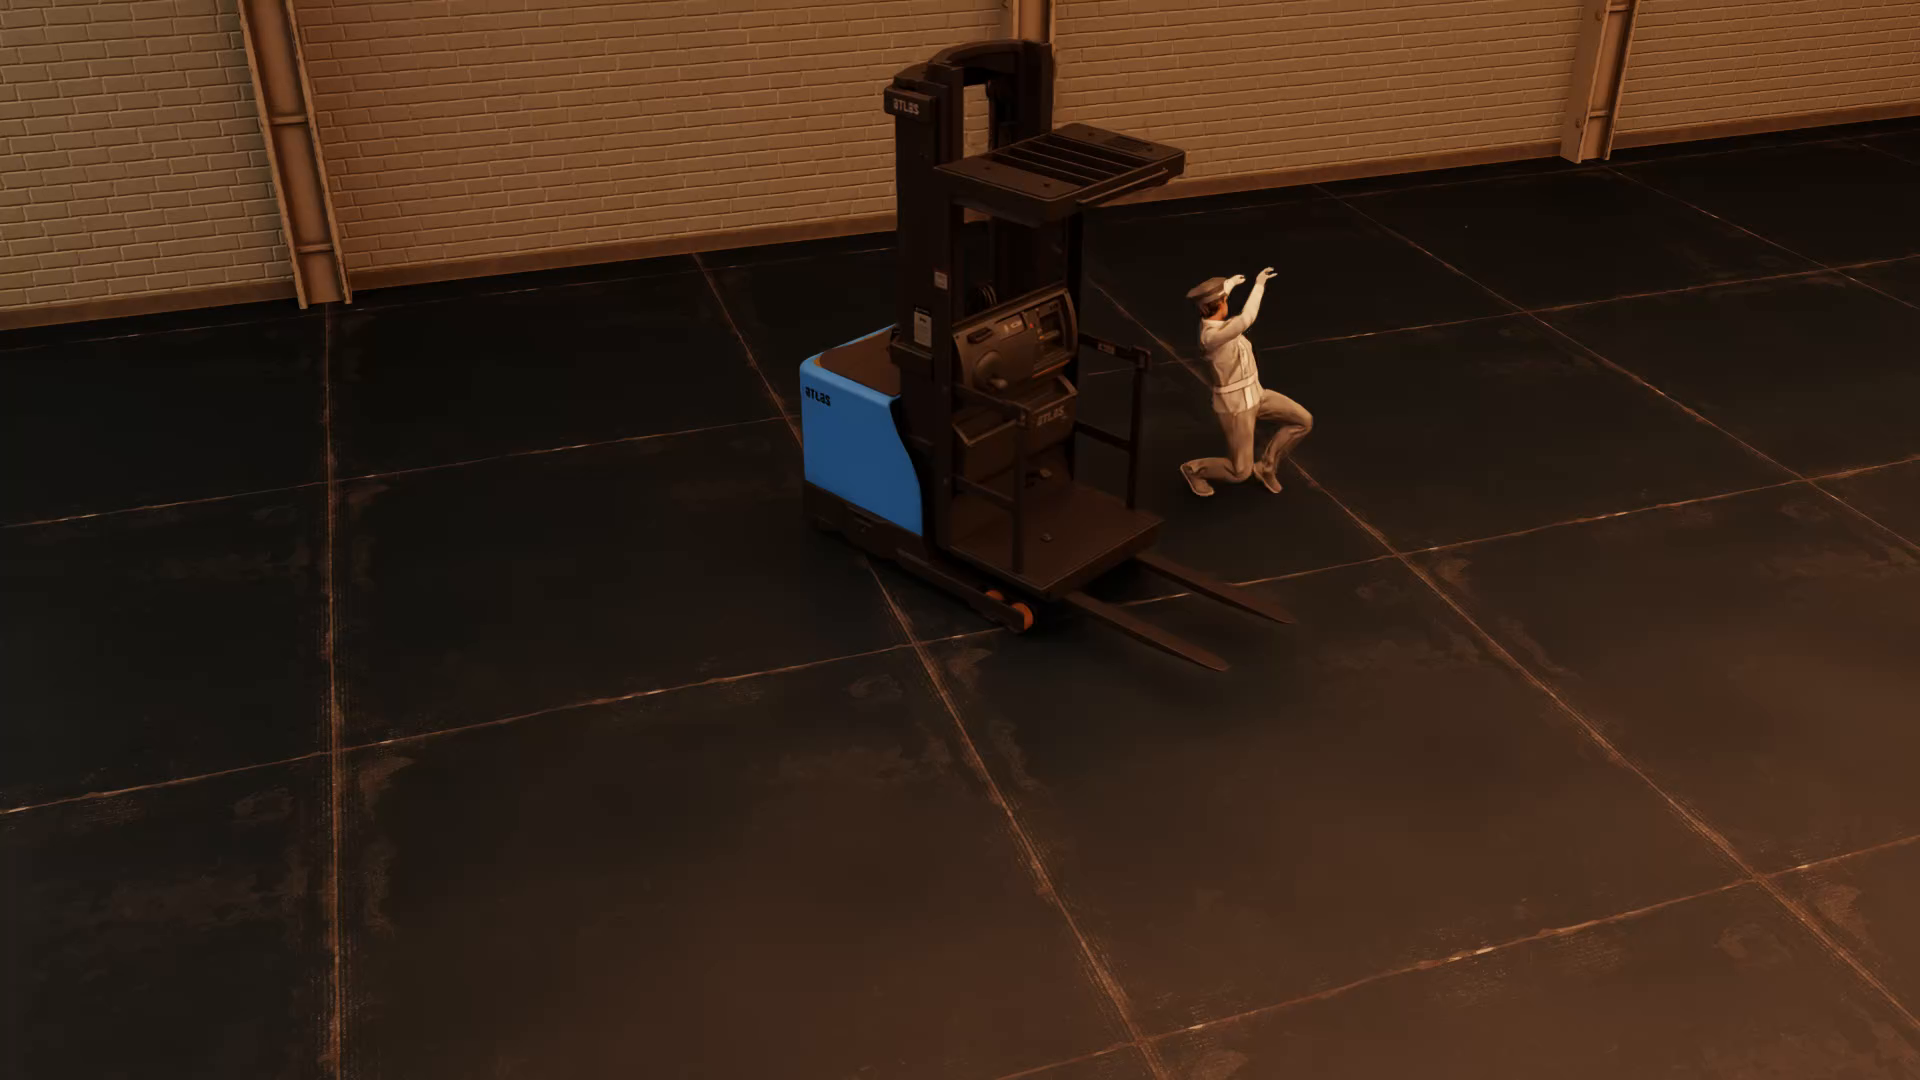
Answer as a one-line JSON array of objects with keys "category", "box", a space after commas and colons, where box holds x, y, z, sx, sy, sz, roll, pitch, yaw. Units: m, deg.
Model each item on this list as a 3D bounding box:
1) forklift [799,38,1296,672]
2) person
[{"category": "forklift", "box": [0.461, -1.052, 8.916, 3.031, 2.935, 1.130, 25, 38, 37]}, {"category": "person", "box": [1.832, -1.033, 10.344, 0.826, 1.517, 1.014, 12, 32, 20]}]
